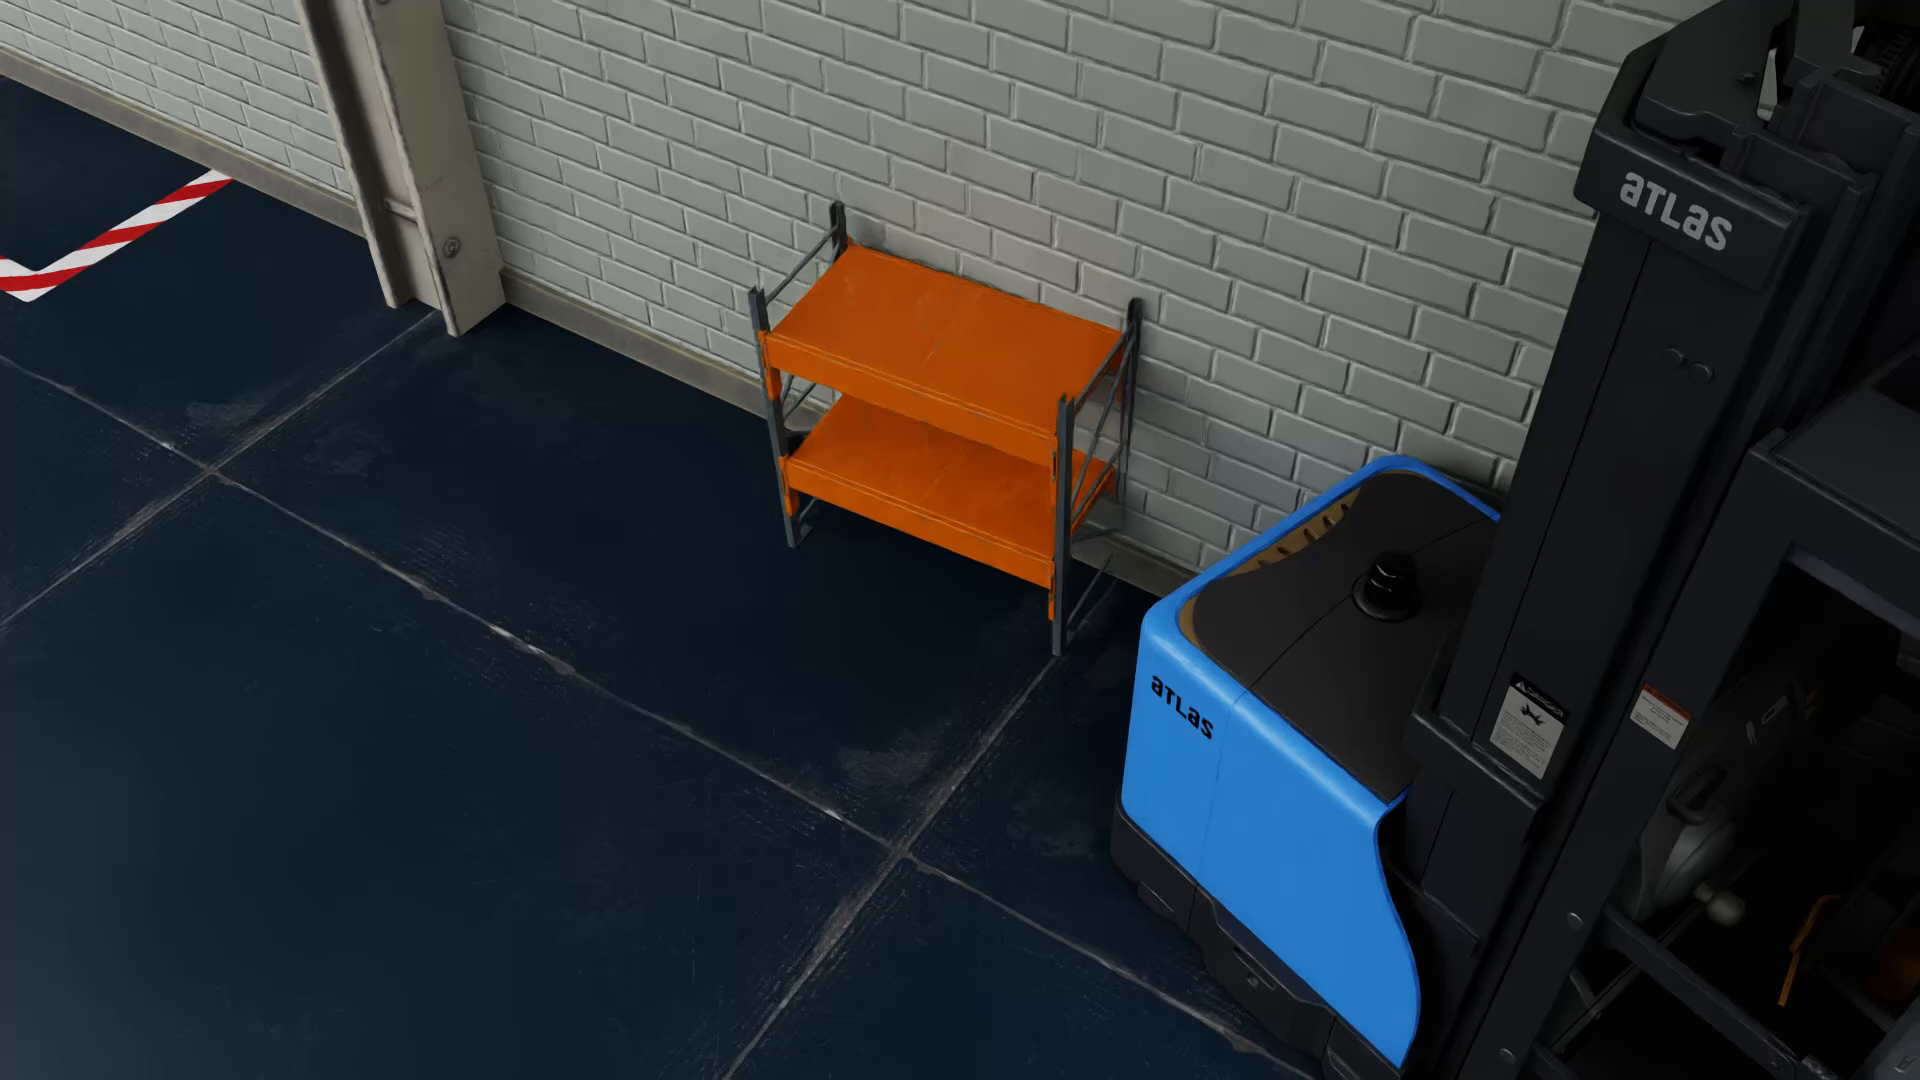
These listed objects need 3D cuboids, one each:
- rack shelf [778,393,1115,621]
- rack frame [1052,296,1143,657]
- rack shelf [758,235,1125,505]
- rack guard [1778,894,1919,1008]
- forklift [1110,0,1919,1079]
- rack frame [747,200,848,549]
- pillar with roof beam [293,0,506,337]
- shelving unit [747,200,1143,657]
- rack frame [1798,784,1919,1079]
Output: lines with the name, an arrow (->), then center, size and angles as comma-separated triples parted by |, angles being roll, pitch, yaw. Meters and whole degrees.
rack shelf -> -0.023, -0.177, 5.459 | 1.000, 0.278, 0.538 | 21, 53, 20
rack frame -> 0.415, -0.165, 5.104 | 0.032, 1.125, 0.500 | 21, 53, 20
rack shelf -> -0.039, -0.533, 5.057 | 1.000, 0.278, 0.538 | 21, 53, 20
rack guard -> 2.005, 1.467, 3.976 | 0.348, 0.500, 1.175 | 25, 51, 22
forklift -> 1.755, 0.506, 3.215 | 1.130, 2.935, 3.031 | -31, 53, -26
rack frame -> -0.476, -0.513, 5.447 | 0.032, 1.125, 0.500 | 21, 53, 20
pillar with roof beam -> -4.378, -1.500, 0.933 | 0.400, 9.000, 9.100 | 25, 51, 22
shelving unit -> -0.031, -0.339, 5.276 | 1.048, 1.125, 0.538 | 21, 53, 20
rack frame -> 1.941, 0.566, 3.108 | 0.127, 3.000, 1.000 | 25, 51, 22
